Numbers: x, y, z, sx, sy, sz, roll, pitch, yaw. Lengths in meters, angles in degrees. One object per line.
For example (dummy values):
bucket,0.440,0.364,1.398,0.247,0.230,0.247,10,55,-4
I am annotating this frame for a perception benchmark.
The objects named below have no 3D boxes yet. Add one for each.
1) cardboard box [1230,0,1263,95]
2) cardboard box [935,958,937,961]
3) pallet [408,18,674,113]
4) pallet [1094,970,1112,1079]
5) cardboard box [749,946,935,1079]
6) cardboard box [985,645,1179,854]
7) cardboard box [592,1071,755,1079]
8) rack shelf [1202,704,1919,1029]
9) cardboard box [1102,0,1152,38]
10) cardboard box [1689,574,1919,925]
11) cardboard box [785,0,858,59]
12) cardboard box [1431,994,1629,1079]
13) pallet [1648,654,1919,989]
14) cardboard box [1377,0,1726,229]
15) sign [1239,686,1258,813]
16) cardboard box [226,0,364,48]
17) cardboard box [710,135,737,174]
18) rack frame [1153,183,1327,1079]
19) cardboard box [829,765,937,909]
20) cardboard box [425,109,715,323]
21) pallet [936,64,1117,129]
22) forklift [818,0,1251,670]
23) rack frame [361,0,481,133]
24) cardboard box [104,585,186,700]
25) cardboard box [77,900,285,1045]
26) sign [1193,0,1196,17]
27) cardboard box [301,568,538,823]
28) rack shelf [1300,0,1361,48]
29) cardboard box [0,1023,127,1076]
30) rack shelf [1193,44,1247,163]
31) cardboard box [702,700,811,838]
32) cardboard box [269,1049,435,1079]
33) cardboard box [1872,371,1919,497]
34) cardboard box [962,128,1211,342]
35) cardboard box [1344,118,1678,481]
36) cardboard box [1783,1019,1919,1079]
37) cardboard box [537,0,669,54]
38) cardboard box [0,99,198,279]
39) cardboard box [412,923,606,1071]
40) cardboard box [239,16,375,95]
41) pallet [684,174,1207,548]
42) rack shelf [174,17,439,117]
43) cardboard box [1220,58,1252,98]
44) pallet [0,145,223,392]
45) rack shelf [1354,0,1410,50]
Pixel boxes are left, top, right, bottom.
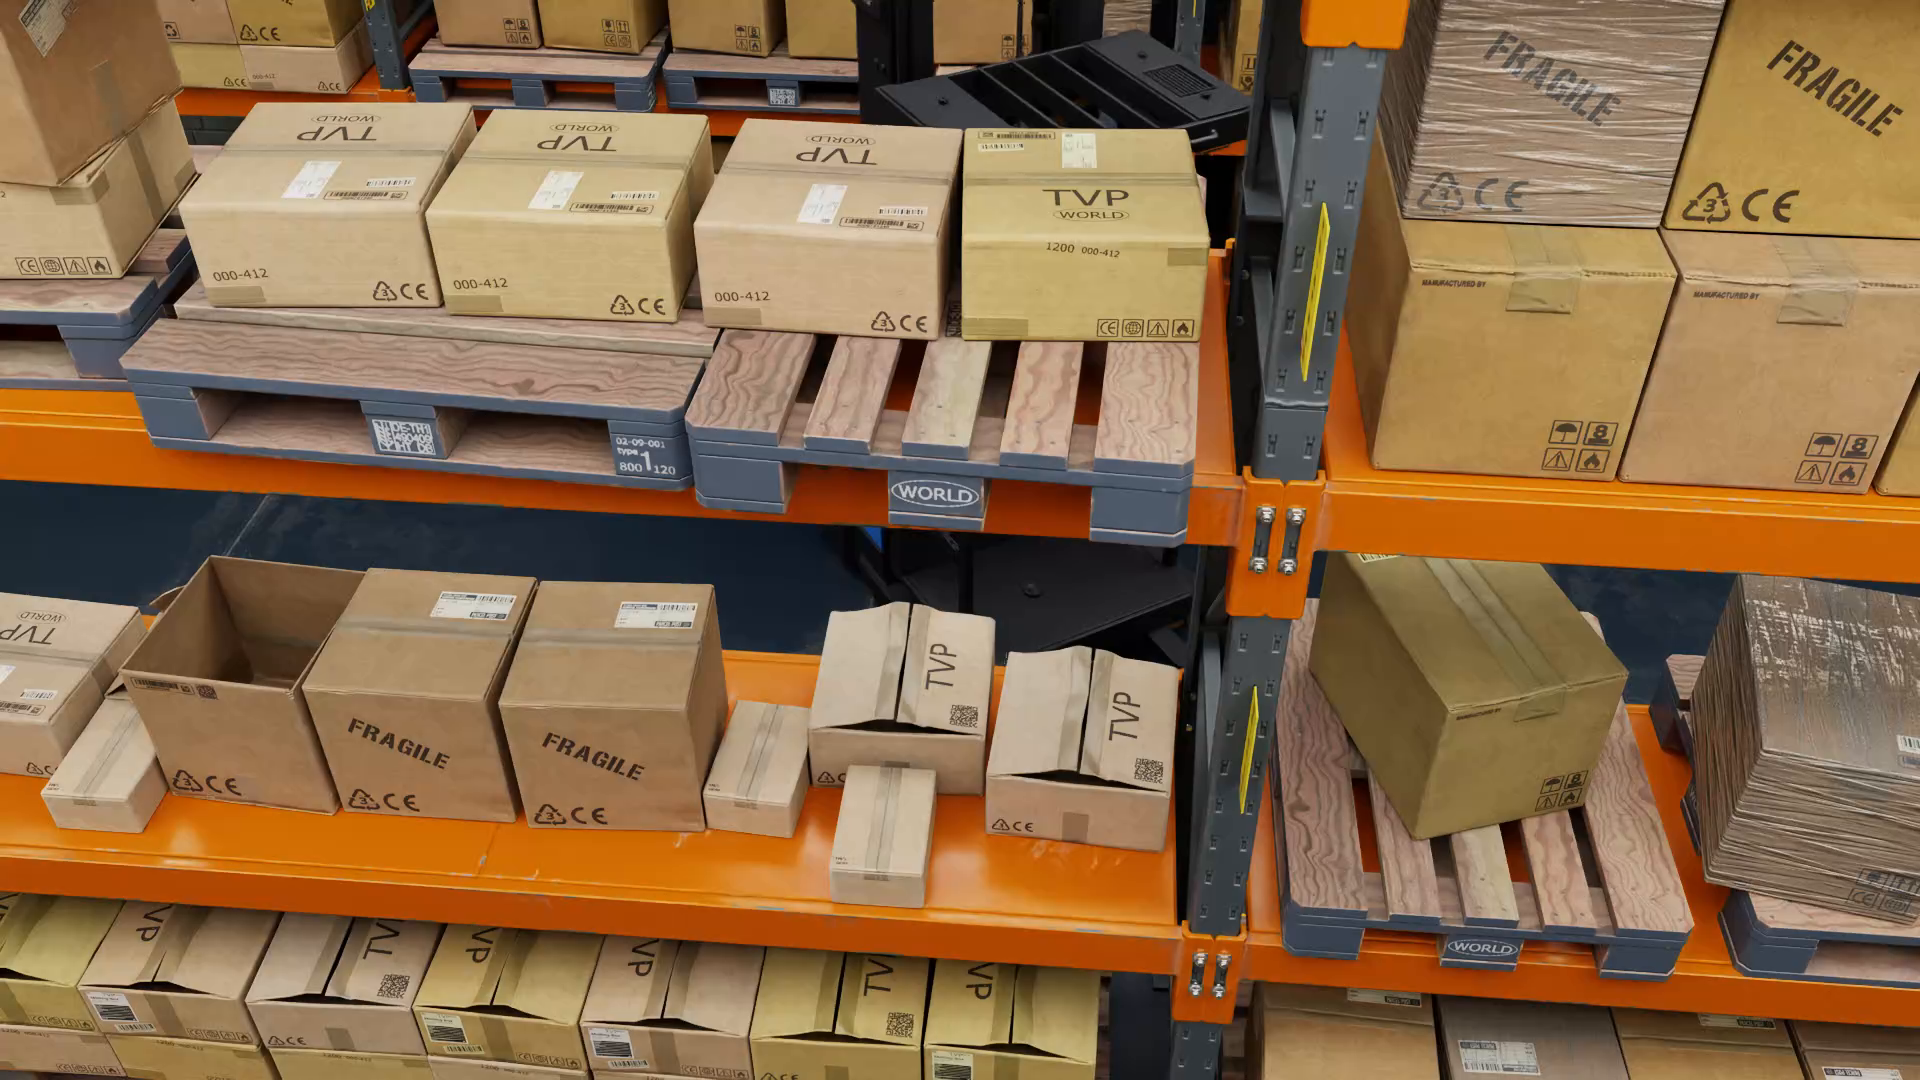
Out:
cardboard box,1.599,-2.501,8.116,0.500,0.500,0.500,4,39,5
cardboard box,-0.284,1.253,5.681,0.500,0.250,0.500,2,39,3
pallet,-2.099,-2.537,8.643,1.213,0.211,1.003,3,39,4
pallet,-0.103,1.601,5.616,1.213,0.211,1.003,3,39,4
cardboard box,-0.348,1.377,5.083,0.500,0.311,0.500,3,39,3
cardboard box,0.355,0.576,4.736,0.500,0.311,0.500,5,39,7
cardboard box,-0.846,1.562,5.300,0.500,0.250,0.500,4,39,5
rack shelf,2.706,0.977,4.743,4.000,0.370,1.077,3,39,4
cardboard box,0.668,-2.755,8.331,0.500,0.500,0.700,-1,39,-1
cardboard box,2.245,0.521,4.322,0.500,0.500,0.700,10,40,12
cardboard box,-0.575,-2.809,8.397,0.500,0.500,0.700,3,39,4
cardboard box,1.664,1.617,5.018,0.500,0.500,0.500,2,39,2
pallet,2.651,0.766,4.584,1.213,0.211,1.003,3,39,4
cardboard box,1.147,-0.973,3.322,0.500,0.500,0.500,3,39,4
sign,0.669,0.489,3.856,0.005,0.325,0.100,3,39,4
cardboard box,-3.346,-2.816,8.343,0.500,0.500,0.500,3,39,4
cardboard box,-1.156,-2.159,9.064,0.500,0.250,0.500,2,39,3
rack frame,0.713,0.589,4.650,0.127,3.000,1.000,3,39,4
cardboard box,-0.207,0.811,4.576,0.250,0.149,0.380,3,39,4
cardboard box,-0.836,-0.724,3.673,0.500,0.250,0.500,2,39,3
pallet,0.418,-2.424,8.504,1.003,0.211,1.213,3,39,4
forklift,0.328,-0.755,6.355,1.130,2.935,3.031,-19,43,-22
rack frame,-2.848,-2.744,8.746,0.127,3.000,1.000,3,39,4
cardboard box,-2.380,0.356,5.043,0.258,0.266,0.396,2,39,3
cardboard box,-2.383,1.267,5.219,0.500,0.311,0.500,3,39,3
sign,1.100,-2.603,7.718,0.005,0.325,0.100,3,39,4
cardboard box,-1.484,0.440,4.754,0.500,0.500,0.500,3,39,4
rack shelf,-1.279,-1.412,3.244,4.000,0.370,1.077,3,39,4
cardboard box,-2.891,1.453,5.435,0.500,0.250,0.500,2,39,3
rack shelf,3.130,-2.139,8.571,4.000,0.370,1.077,3,39,4
cardboard box,-0.562,0.652,4.771,0.250,0.149,0.380,6,40,7
cardboard box,-1.866,1.508,5.367,0.500,0.250,0.500,2,39,2
cardboard box,2.177,-0.554,3.600,0.500,0.500,0.910,3,39,4
cardboard box,0.256,-0.668,3.605,0.500,0.250,0.500,0,39,1
cardboard box,1.151,-0.610,3.669,0.500,0.500,0.910,3,39,4
cardboard box,2.684,1.673,4.950,0.500,0.500,0.500,2,39,2
cardboard box,-1.788,-2.870,8.472,0.500,0.500,0.700,7,40,8
cardboard box,-2.111,-0.829,3.802,0.500,0.250,0.500,0,39,-1
cardboard box,-1.350,1.319,5.154,0.500,0.311,0.500,4,39,5
cardboard box,-3.346,-2.529,8.584,0.500,0.250,0.500,3,39,4
pallet,0.030,-0.482,3.739,1.003,0.211,1.213,5,39,6
rack shelf,-4.841,-2.574,9.107,4.000,0.370,1.077,3,39,4
cardboard box,1.445,-2.273,8.350,0.250,0.149,0.380,3,39,3
pallet,-2.392,-0.678,3.982,1.217,0.209,0.805,2,39,2
rack shelf,2.706,-1.195,2.976,4.000,0.370,1.077,3,39,4
